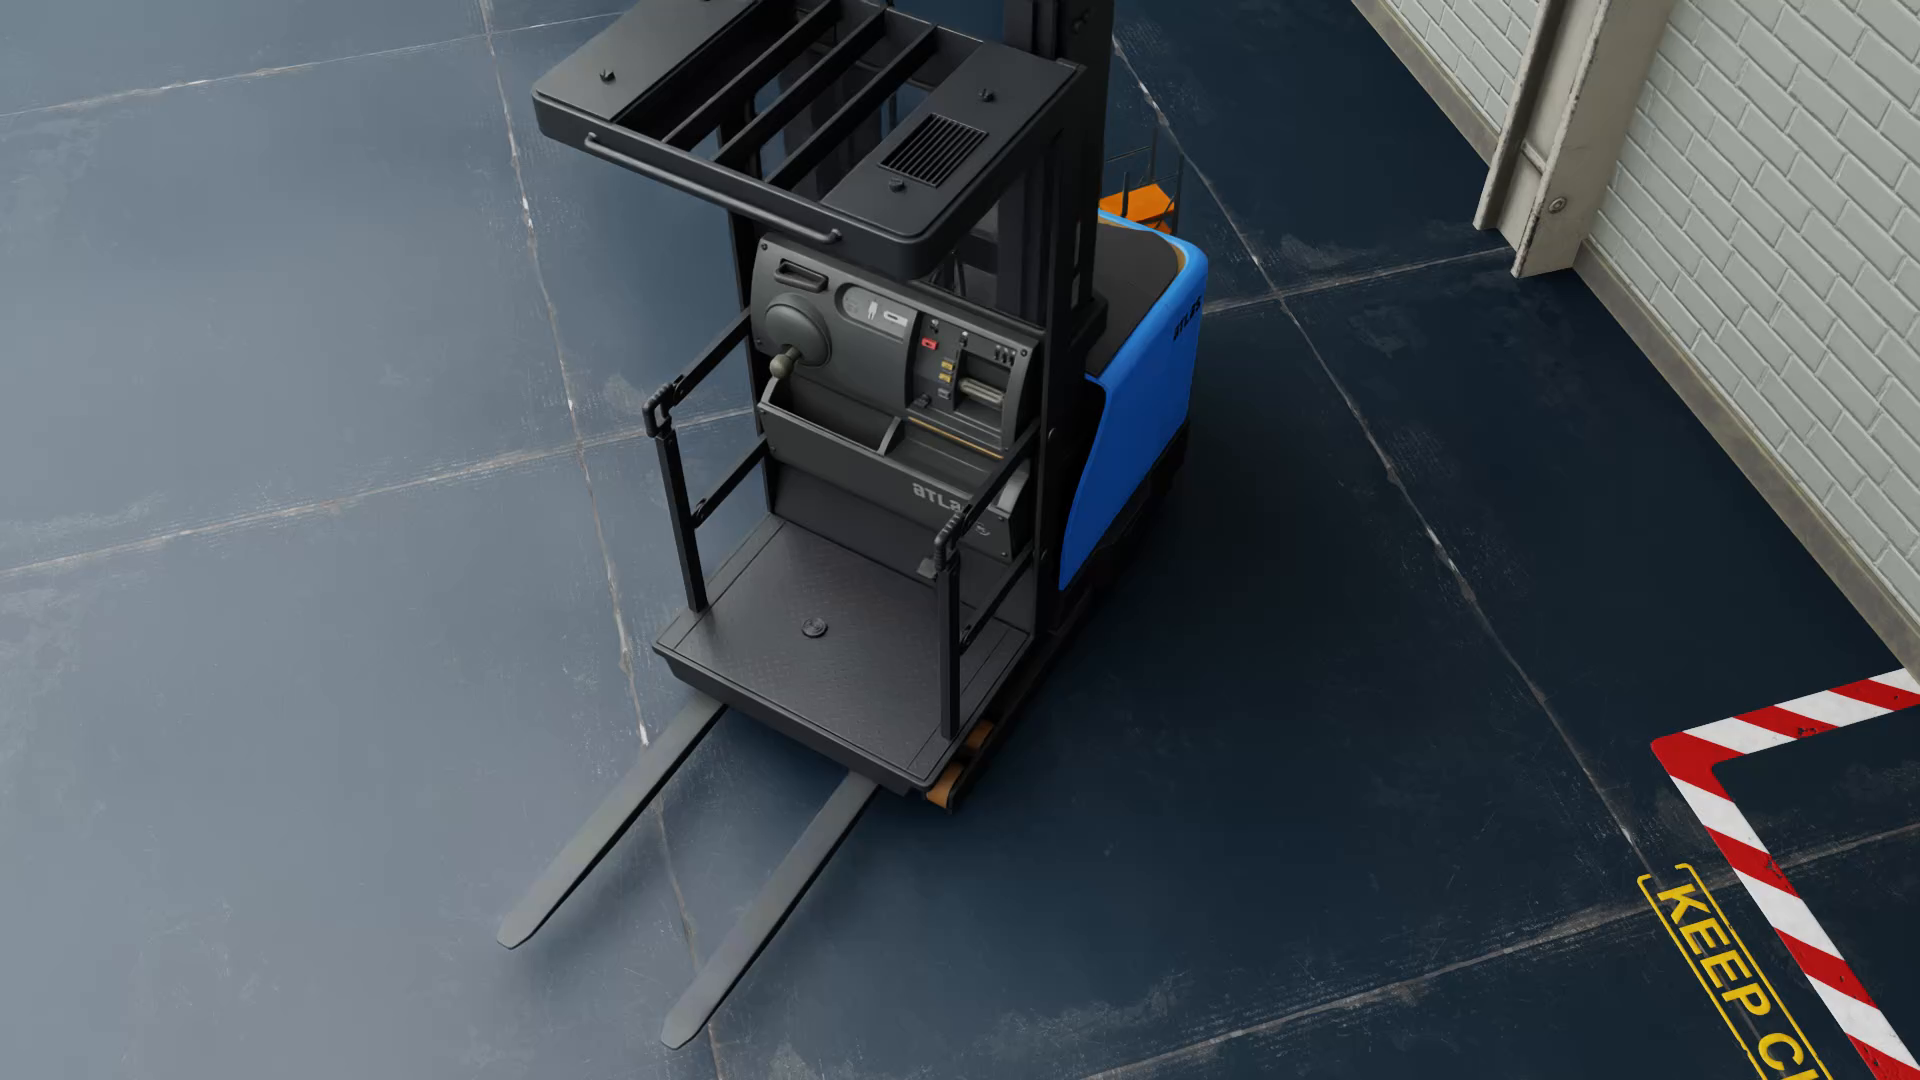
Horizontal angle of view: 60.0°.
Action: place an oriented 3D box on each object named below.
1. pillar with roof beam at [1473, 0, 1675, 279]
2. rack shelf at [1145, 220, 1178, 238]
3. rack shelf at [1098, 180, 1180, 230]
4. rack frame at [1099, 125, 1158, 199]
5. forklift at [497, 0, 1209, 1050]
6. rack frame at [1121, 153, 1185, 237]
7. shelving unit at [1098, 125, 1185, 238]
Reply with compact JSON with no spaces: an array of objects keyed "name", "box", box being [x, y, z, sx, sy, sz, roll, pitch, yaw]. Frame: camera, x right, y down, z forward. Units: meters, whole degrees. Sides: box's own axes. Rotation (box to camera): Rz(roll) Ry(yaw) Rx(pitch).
[{"name":"pillar with roof beam","box":[-1.613,-3.238,3.094,9.100,9.000,0.400,-13,51,-11]},{"name":"rack shelf","box":[0.644,-1.108,6.140,0.258,0.103,0.180,-21,52,-16]},{"name":"rack shelf","box":[0.642,-1.186,6.049,0.258,0.103,0.180,-21,52,-16]},{"name":"rack frame","box":[0.607,-1.042,6.342,0.240,1.200,0.006,-21,52,-16]},{"name":"forklift","box":[-0.320,-0.471,4.730,1.130,2.935,3.031,25,54,19]},{"name":"rack frame","box":[0.687,-0.918,6.233,0.240,1.200,0.006,-21,52,-16]},{"name":"shelving unit","box":[0.647,-0.980,6.288,0.258,1.200,0.189,-21,52,-16]}]
